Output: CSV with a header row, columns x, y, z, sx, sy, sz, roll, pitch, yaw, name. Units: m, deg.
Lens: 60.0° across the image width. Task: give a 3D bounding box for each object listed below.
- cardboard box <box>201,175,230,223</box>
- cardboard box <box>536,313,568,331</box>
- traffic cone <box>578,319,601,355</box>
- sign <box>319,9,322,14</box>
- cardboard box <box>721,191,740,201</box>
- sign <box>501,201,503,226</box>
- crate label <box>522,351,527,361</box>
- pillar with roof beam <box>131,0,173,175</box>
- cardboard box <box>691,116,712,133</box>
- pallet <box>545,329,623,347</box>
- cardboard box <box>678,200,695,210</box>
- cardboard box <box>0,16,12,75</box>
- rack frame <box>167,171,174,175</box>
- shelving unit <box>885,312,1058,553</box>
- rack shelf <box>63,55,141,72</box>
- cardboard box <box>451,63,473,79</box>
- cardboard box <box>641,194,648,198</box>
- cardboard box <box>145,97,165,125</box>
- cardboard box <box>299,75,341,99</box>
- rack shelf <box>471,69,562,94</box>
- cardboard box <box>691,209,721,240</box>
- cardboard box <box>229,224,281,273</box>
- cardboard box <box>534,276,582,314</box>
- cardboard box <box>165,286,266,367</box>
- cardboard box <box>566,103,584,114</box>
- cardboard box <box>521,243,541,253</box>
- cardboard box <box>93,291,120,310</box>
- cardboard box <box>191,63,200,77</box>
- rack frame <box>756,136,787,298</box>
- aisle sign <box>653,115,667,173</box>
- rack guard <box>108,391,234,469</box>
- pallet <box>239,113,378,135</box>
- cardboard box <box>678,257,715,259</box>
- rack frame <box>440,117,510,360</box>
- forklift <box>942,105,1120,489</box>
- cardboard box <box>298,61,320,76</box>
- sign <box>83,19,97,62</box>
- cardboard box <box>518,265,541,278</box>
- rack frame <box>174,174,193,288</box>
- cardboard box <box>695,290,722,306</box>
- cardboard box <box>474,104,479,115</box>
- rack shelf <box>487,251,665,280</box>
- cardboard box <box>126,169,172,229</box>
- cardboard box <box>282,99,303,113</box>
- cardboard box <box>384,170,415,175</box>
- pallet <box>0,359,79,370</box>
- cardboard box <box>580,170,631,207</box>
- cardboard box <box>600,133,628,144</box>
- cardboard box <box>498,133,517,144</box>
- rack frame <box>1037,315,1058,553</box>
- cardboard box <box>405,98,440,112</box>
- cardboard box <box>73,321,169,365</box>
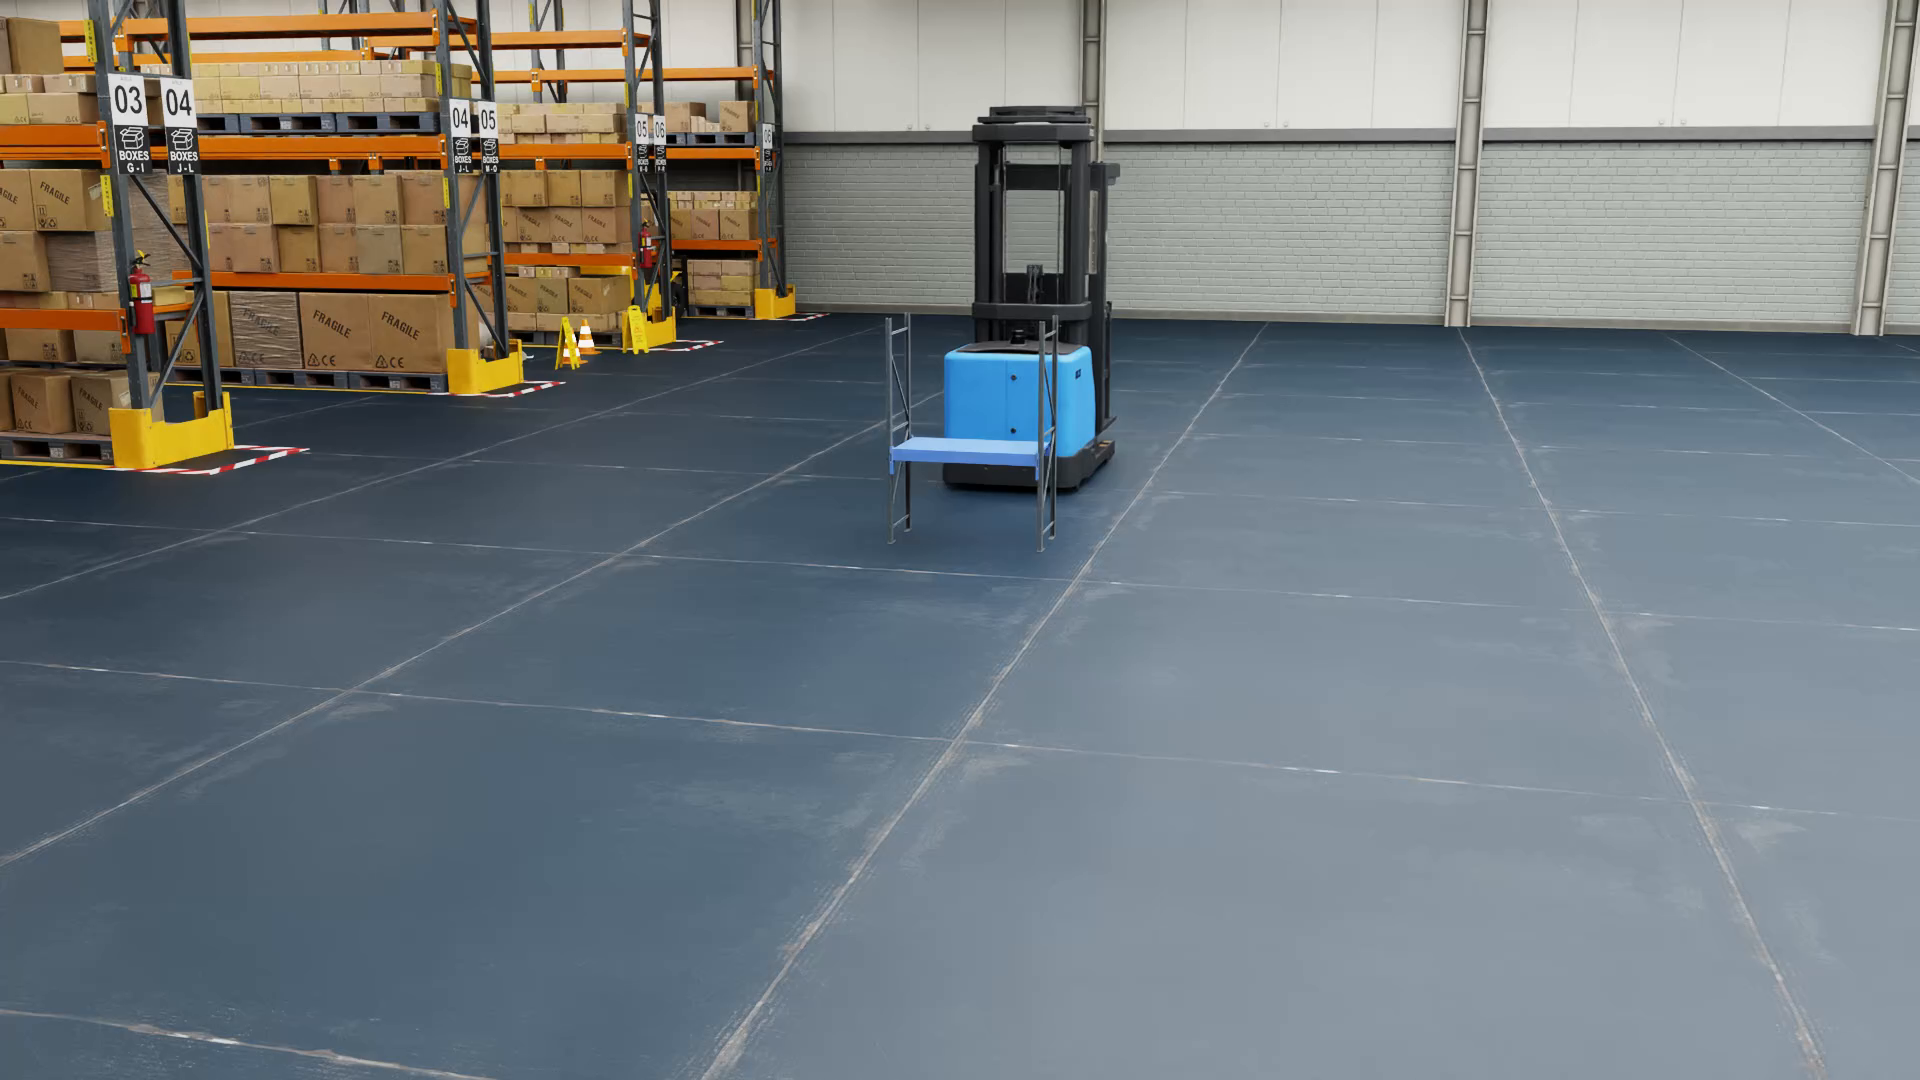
x,y,z,sx,sy,sz,roll,pitch,yaw,name
-8.436,-3.997,19.484,0.550,0.550,0.875,3,13,14,cardboard box
-5.727,-3.142,23.850,0.500,0.250,0.500,3,13,14,cardboard box
-5.103,-2.778,22.687,0.334,0.463,0.336,3,13,14,traffic cone
-11.078,-9.034,28.835,0.005,0.325,0.100,3,13,14,sign
-3.836,-5.801,28.039,0.250,0.149,0.380,3,13,14,cardboard box
-5.325,-3.797,19.241,0.005,0.325,0.100,3,13,14,sign
-5.817,-2.396,21.716,0.298,0.136,0.250,-4,13,-16,crate label
-16.333,-8.181,27.334,0.400,9.000,9.100,3,13,14,pillar with roof beam
-4.314,-6.954,27.839,0.258,0.266,0.396,3,13,14,cardboard box
-5.230,-2.958,24.078,1.213,0.211,1.003,3,13,14,pallet
-4.595,-5.687,28.211,0.250,0.149,0.380,3,13,12,cardboard box
-8.316,-4.111,13.842,0.500,0.500,0.500,3,13,14,cardboard box
-14.841,-5.932,31.047,0.127,3.000,1.000,3,13,14,rack frame
0.083,-0.728,11.051,1.048,1.500,0.538,3,13,14,shelving unit
-14.085,-7.167,25.345,4.000,0.370,1.077,3,13,14,rack shelf
-5.712,-5.288,18.758,0.250,0.149,0.380,3,13,14,cardboard box
-5.320,-5.890,28.439,0.250,0.149,0.380,3,13,14,cardboard box
-7.156,-3.652,14.191,0.500,0.250,0.500,3,13,15,cardboard box
-6.979,-5.029,18.508,0.500,0.250,0.500,3,13,13,cardboard box
-9.016,-8.003,29.115,4.000,0.370,1.077,3,13,14,rack shelf
-4.233,-5.358,28.226,0.500,0.500,0.500,3,13,15,cardboard box
-7.951,-3.407,19.318,0.550,0.550,0.875,3,13,14,cardboard box
-5.724,-3.507,23.765,0.500,0.500,0.500,4,13,16,cardboard box
-8.754,-2.547,19.726,0.875,0.875,0.875,3,13,14,cardboard box
-5.269,-5.983,23.089,0.250,0.149,0.380,3,13,13,cardboard box
-6.049,-4.169,23.679,0.250,0.149,0.380,3,13,13,cardboard box
-7.077,-2.030,14.040,0.250,0.149,0.380,3,13,14,cardboard box
-8.582,-5.295,18.789,0.250,0.149,0.380,3,13,13,cardboard box
-3.191,-5.310,28.240,0.127,3.000,1.000,3,13,14,rack frame
-4.242,-5.597,23.532,0.004,0.787,0.394,3,13,14,aisle sign
-6.824,-0.965,14.430,0.348,0.500,1.175,3,13,14,rack guard
-7.375,-4.740,18.951,1.213,0.211,1.003,3,13,14,pallet
-4.581,-4.778,28.916,0.500,0.250,0.500,3,13,13,cardboard box
-5.464,-3.219,18.819,0.127,3.000,1.000,3,13,14,rack frame
0.720,-2.098,13.924,1.130,2.935,3.031,3,13,14,forklift
-7.107,-5.216,18.434,0.250,0.149,0.380,3,13,13,cardboard box
-6.903,-3.963,13.199,0.005,0.325,0.100,3,13,14,sign
-6.088,-3.830,23.723,0.250,0.149,0.380,4,13,16,cardboard box
-12.143,-4.681,25.406,0.127,3.000,1.000,3,13,14,rack frame
-4.203,-4.158,28.428,0.500,0.250,0.500,3,13,14,cardboard box
-6.755,-6.063,23.450,0.250,0.149,0.380,3,13,13,cardboard box
-6.318,-4.018,24.080,4.000,0.370,1.077,3,13,14,rack shelf
-7.219,-2.950,14.377,0.500,0.500,0.500,3,13,14,cardboard box
-7.349,-4.840,18.579,0.250,0.149,0.380,3,13,14,cardboard box
-7.885,-5.087,24.010,0.500,0.500,0.700,3,13,13,cardboard box
-11.303,-2.153,20.449,1.213,0.211,1.003,3,13,14,pallet
-4.925,-4.928,23.296,0.500,0.500,0.700,3,13,12,cardboard box
-4.790,-5.567,23.055,0.250,0.149,0.380,3,13,14,cardboard box
-6.292,-5.637,23.372,0.250,0.149,0.380,3,13,13,cardboard box
0.576,-0.701,10.932,0.032,1.500,0.500,3,13,14,rack frame
-5.868,-4.761,18.222,0.250,0.149,0.380,3,13,13,cardboard box
-9.972,-2.547,20.013,0.750,0.750,1.050,3,13,13,cardboard box
